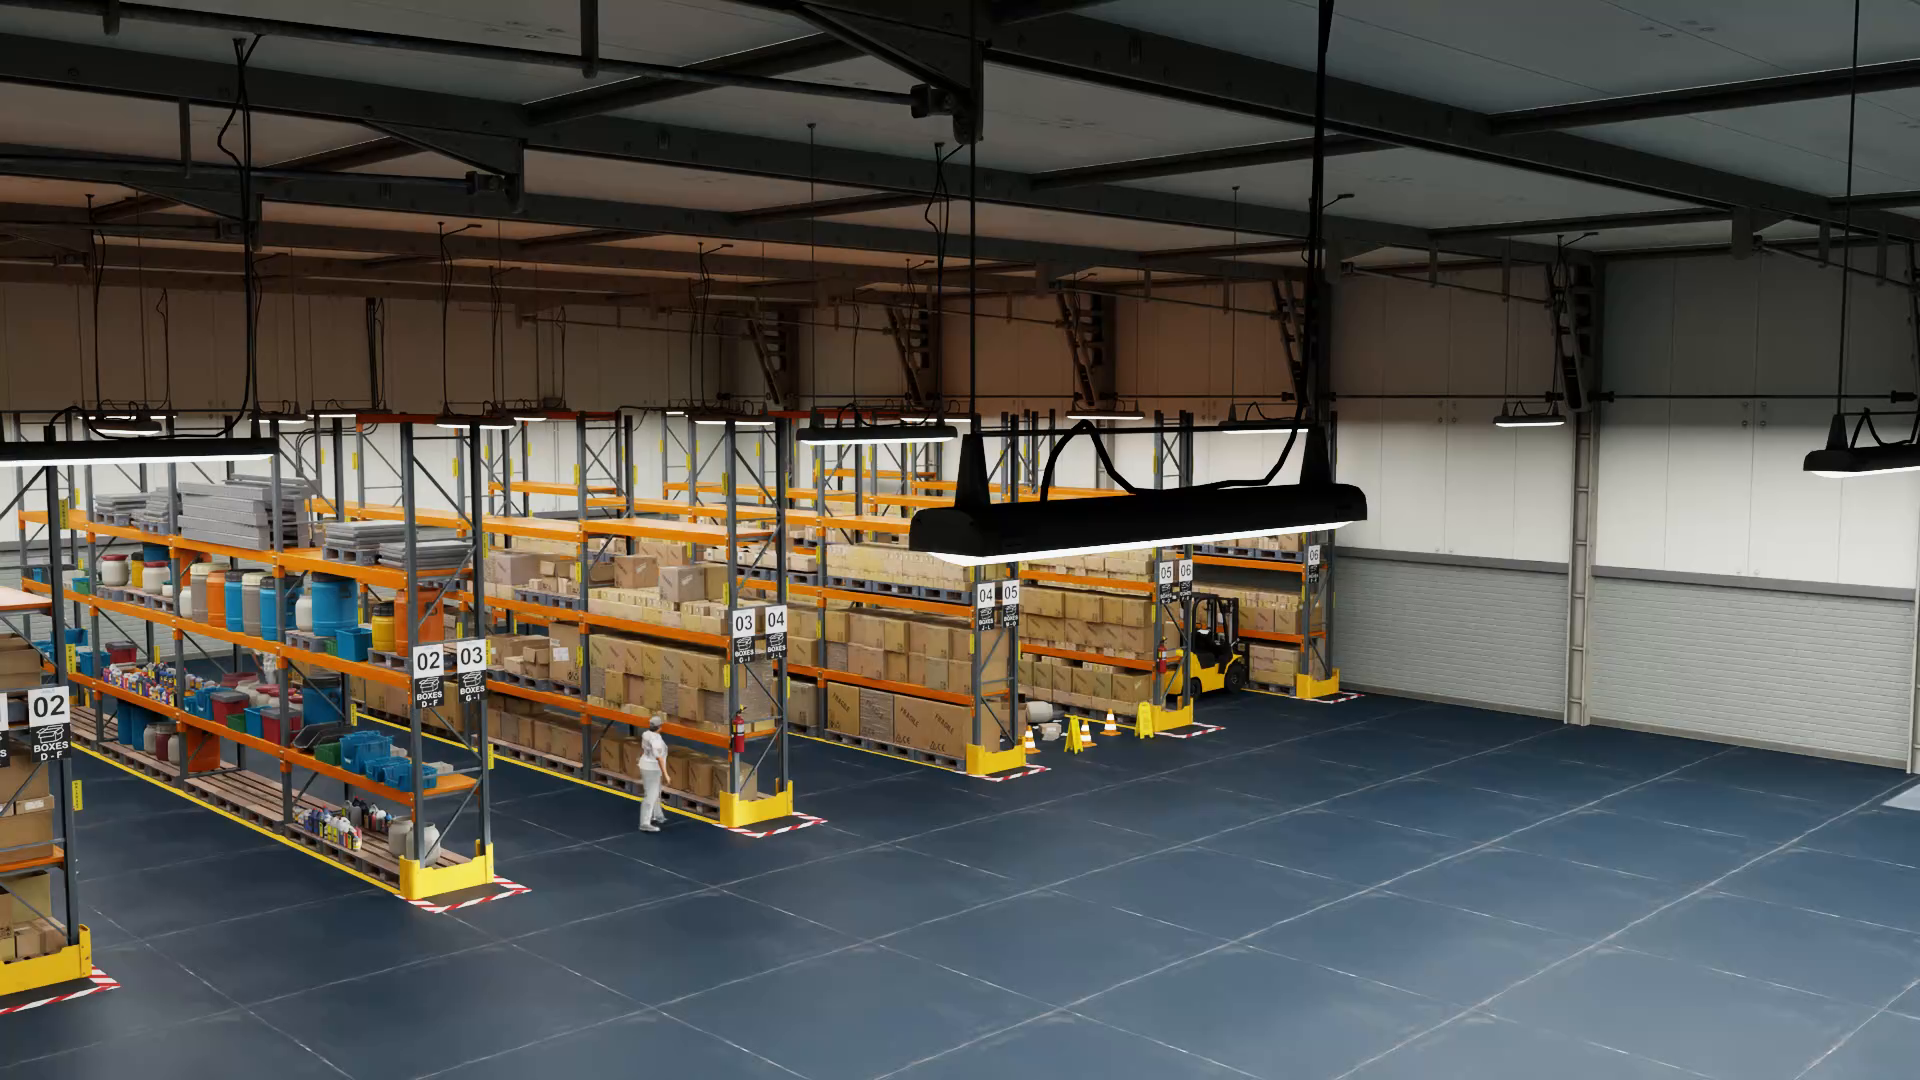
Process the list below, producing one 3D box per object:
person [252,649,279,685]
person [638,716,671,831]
[{"bbox_3d":[-13.702,2.601,33.058,0.624,1.645,1.028,-5,7,-43],"label":"person"},{"bbox_3d":[-4.480,3.403,24.381,0.536,1.691,0.671,-2,5,-19],"label":"person"}]
